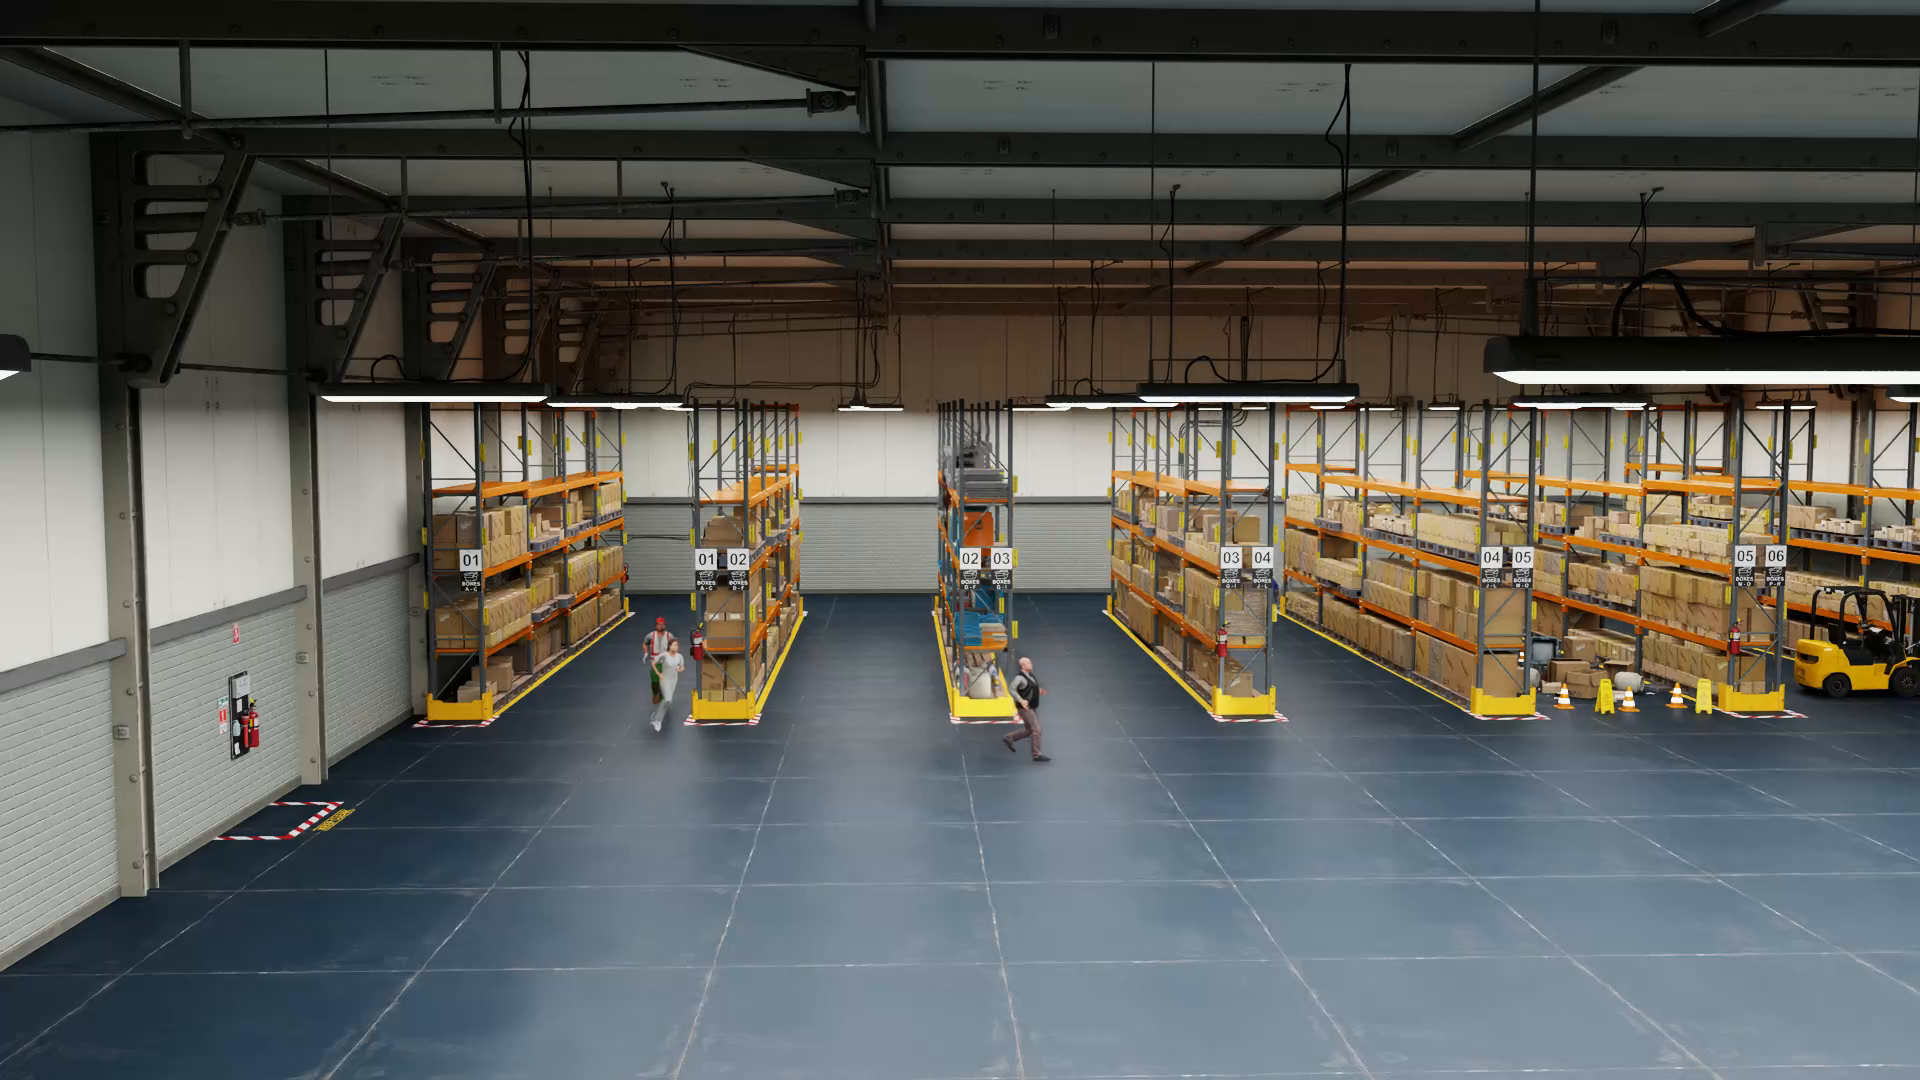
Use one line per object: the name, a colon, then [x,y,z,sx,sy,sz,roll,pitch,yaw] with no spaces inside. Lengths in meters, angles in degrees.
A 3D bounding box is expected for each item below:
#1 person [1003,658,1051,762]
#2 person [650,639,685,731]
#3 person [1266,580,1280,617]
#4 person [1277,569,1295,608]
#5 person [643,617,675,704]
person: [1.104,2.758,27.433,0.865,1.641,0.668,2,5,23]
person: [-5.339,2.620,30.334,0.654,1.649,0.651,-4,6,-42]
person: [8.112,1.620,43.708,0.587,1.617,0.698,0,4,3]
person: [9.699,1.193,48.911,0.706,1.686,0.660,-1,4,-12]
person: [-5.829,2.381,32.330,0.643,1.742,0.614,-1,4,-12]
